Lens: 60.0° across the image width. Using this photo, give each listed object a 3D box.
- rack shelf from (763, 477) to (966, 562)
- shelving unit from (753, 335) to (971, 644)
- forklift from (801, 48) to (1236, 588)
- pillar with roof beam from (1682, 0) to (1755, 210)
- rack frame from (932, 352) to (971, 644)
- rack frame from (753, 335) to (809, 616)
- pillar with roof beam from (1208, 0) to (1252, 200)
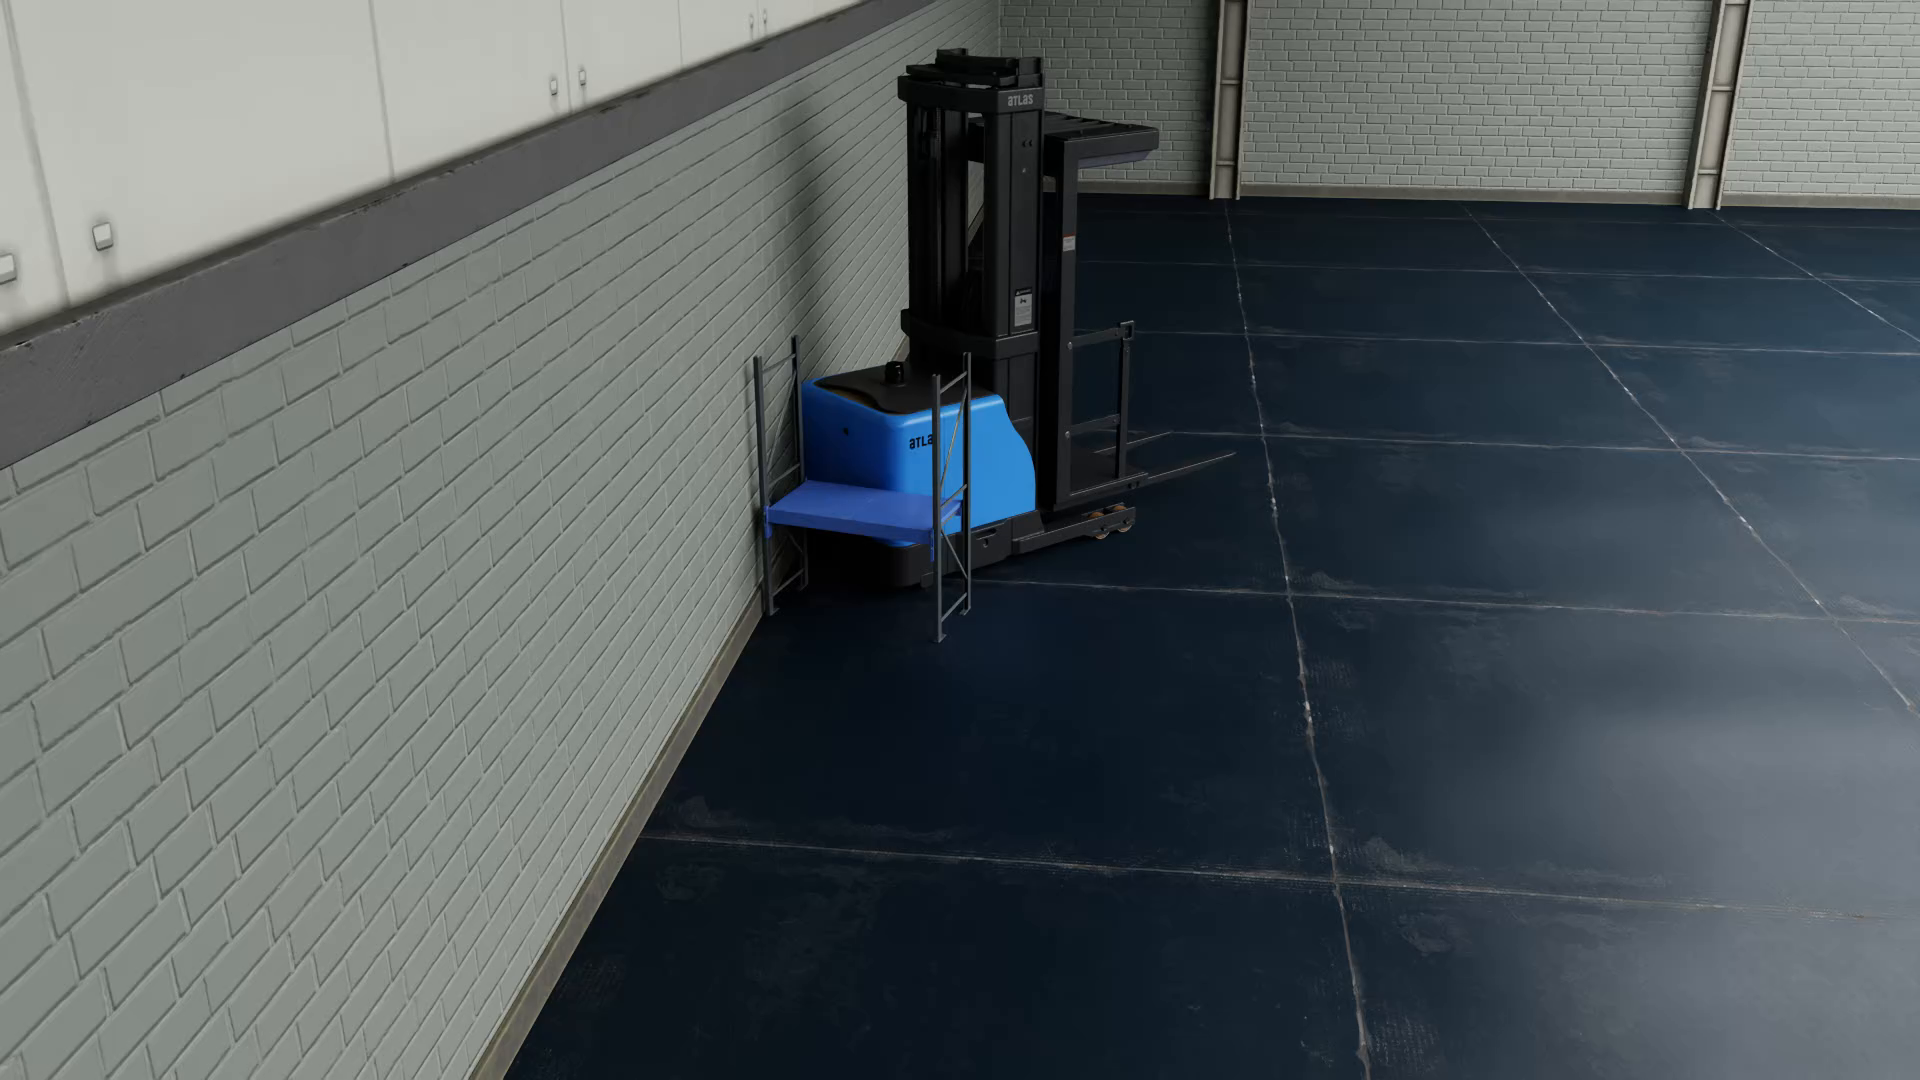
[{"bbox_3d":[-0.518,-0.122,9.196,1.000,0.185,0.538,8,23,19],"label":"rack shelf"},{"bbox_3d":[-0.518,-0.289,9.130,1.048,1.500,0.538,8,23,19],"label":"shelving unit"},{"bbox_3d":[0.493,-1.506,10.262,3.031,2.935,1.130,-16,27,-35],"label":"forklift"},{"bbox_3d":[8.915,-6.851,15.528,0.400,9.000,9.100,2,22,6],"label":"pillar with roof beam"},{"bbox_3d":[-0.042,-0.224,8.963,0.032,1.500,0.500,8,23,19],"label":"rack frame"},{"bbox_3d":[-0.994,-0.355,9.296,0.032,1.500,0.500,8,23,19],"label":"rack frame"},{"bbox_3d":[2.957,-7.110,16.185,0.400,9.000,9.100,2,22,6],"label":"pillar with roof beam"}]
